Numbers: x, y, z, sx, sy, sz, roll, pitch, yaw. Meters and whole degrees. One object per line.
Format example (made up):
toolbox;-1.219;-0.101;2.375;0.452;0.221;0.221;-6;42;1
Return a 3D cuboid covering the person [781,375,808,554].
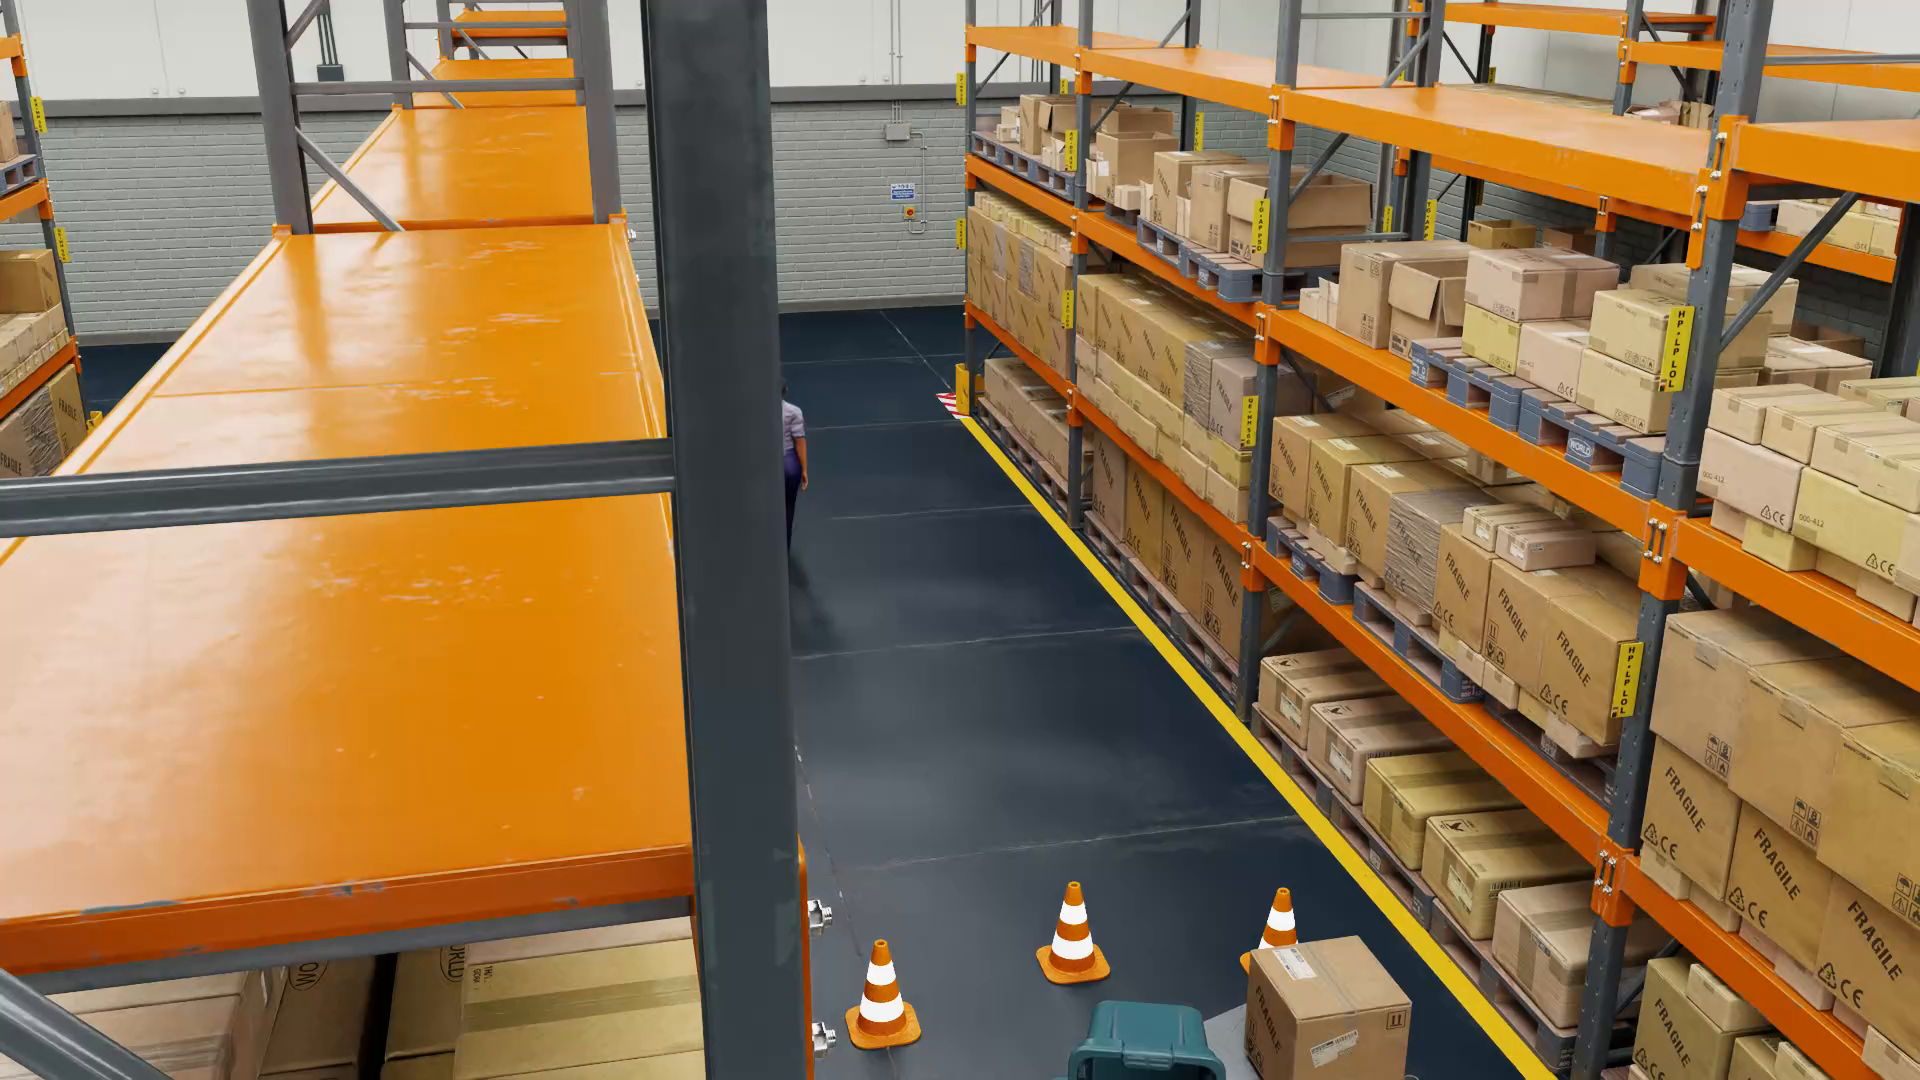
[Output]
person;-1.508;-0.576;13.685;0.493;1.602;0.906;-4;20;-12
